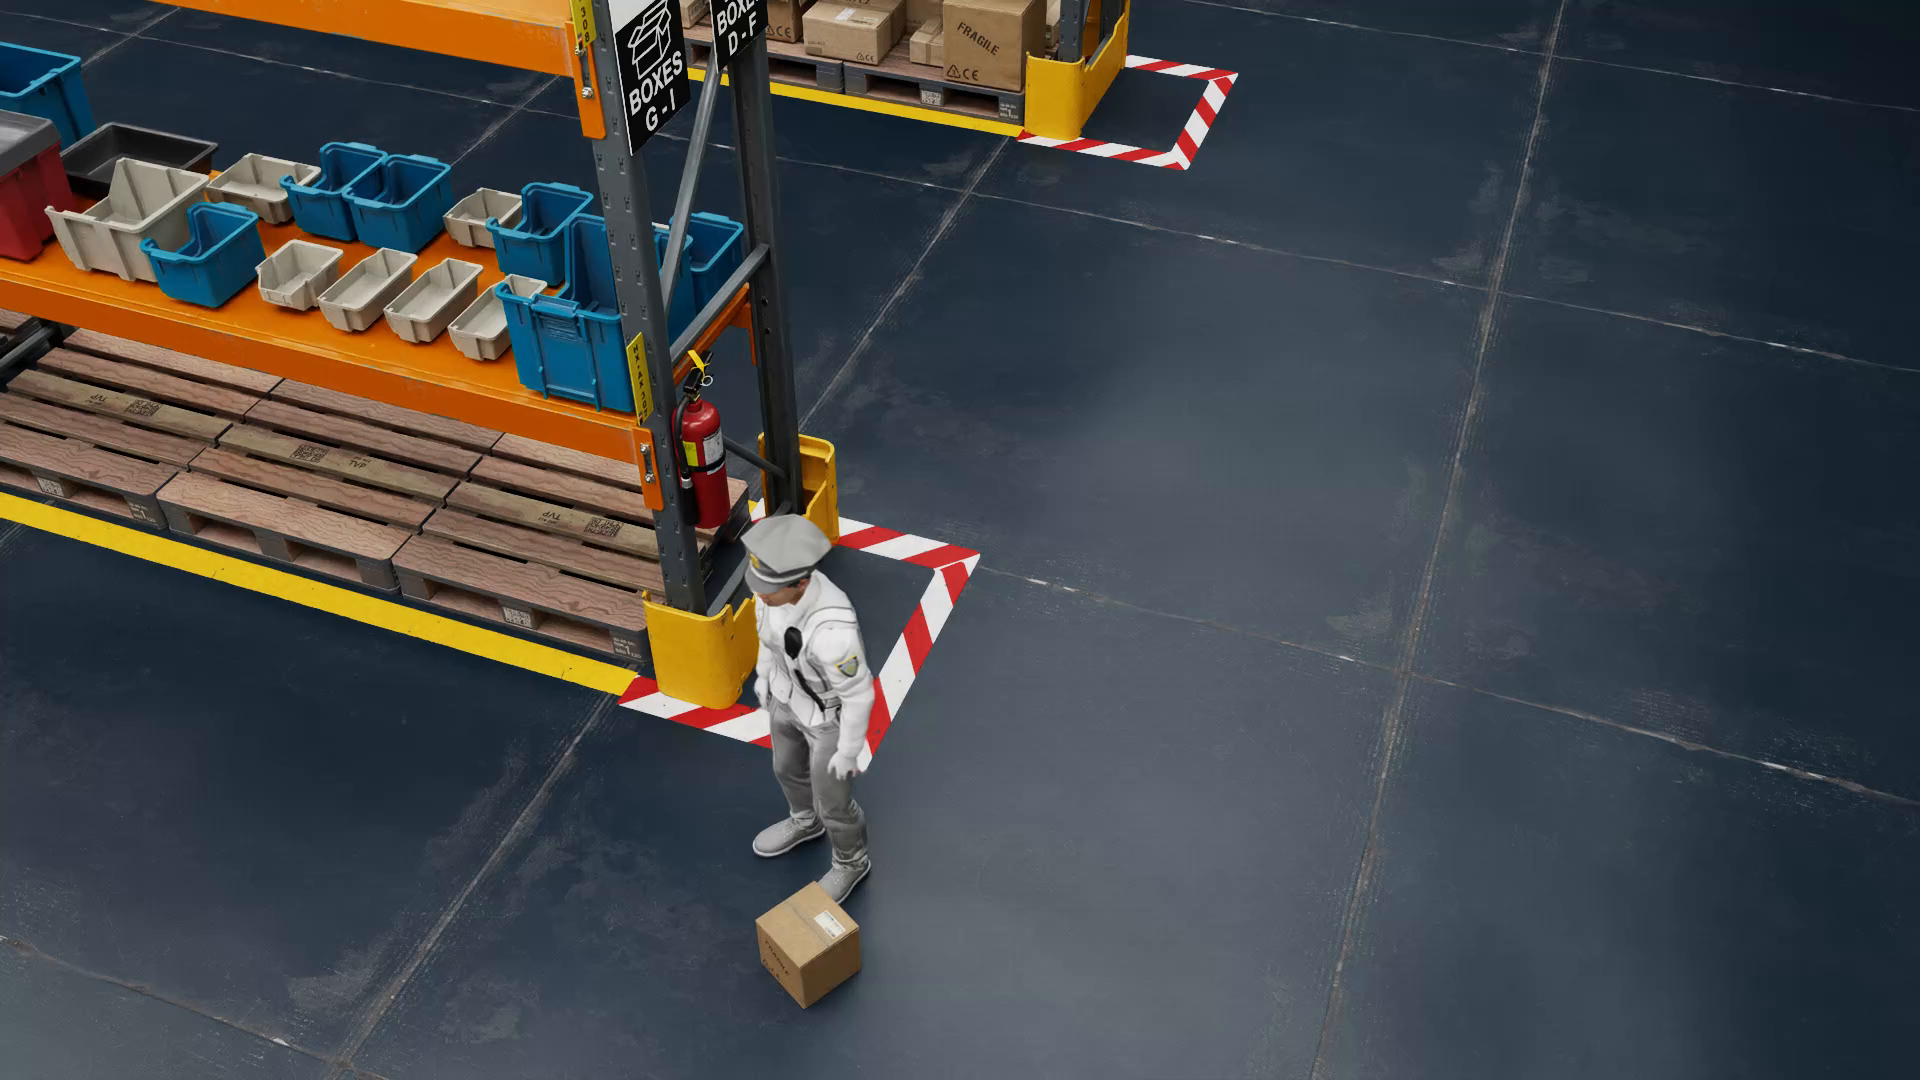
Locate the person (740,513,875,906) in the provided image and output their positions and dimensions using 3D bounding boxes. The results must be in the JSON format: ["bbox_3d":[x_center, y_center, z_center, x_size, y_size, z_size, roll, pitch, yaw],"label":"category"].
[{"bbox_3d":[-0.491,0.572,5.516,0.378,1.663,0.533,-29,49,-29],"label":"person"}]
